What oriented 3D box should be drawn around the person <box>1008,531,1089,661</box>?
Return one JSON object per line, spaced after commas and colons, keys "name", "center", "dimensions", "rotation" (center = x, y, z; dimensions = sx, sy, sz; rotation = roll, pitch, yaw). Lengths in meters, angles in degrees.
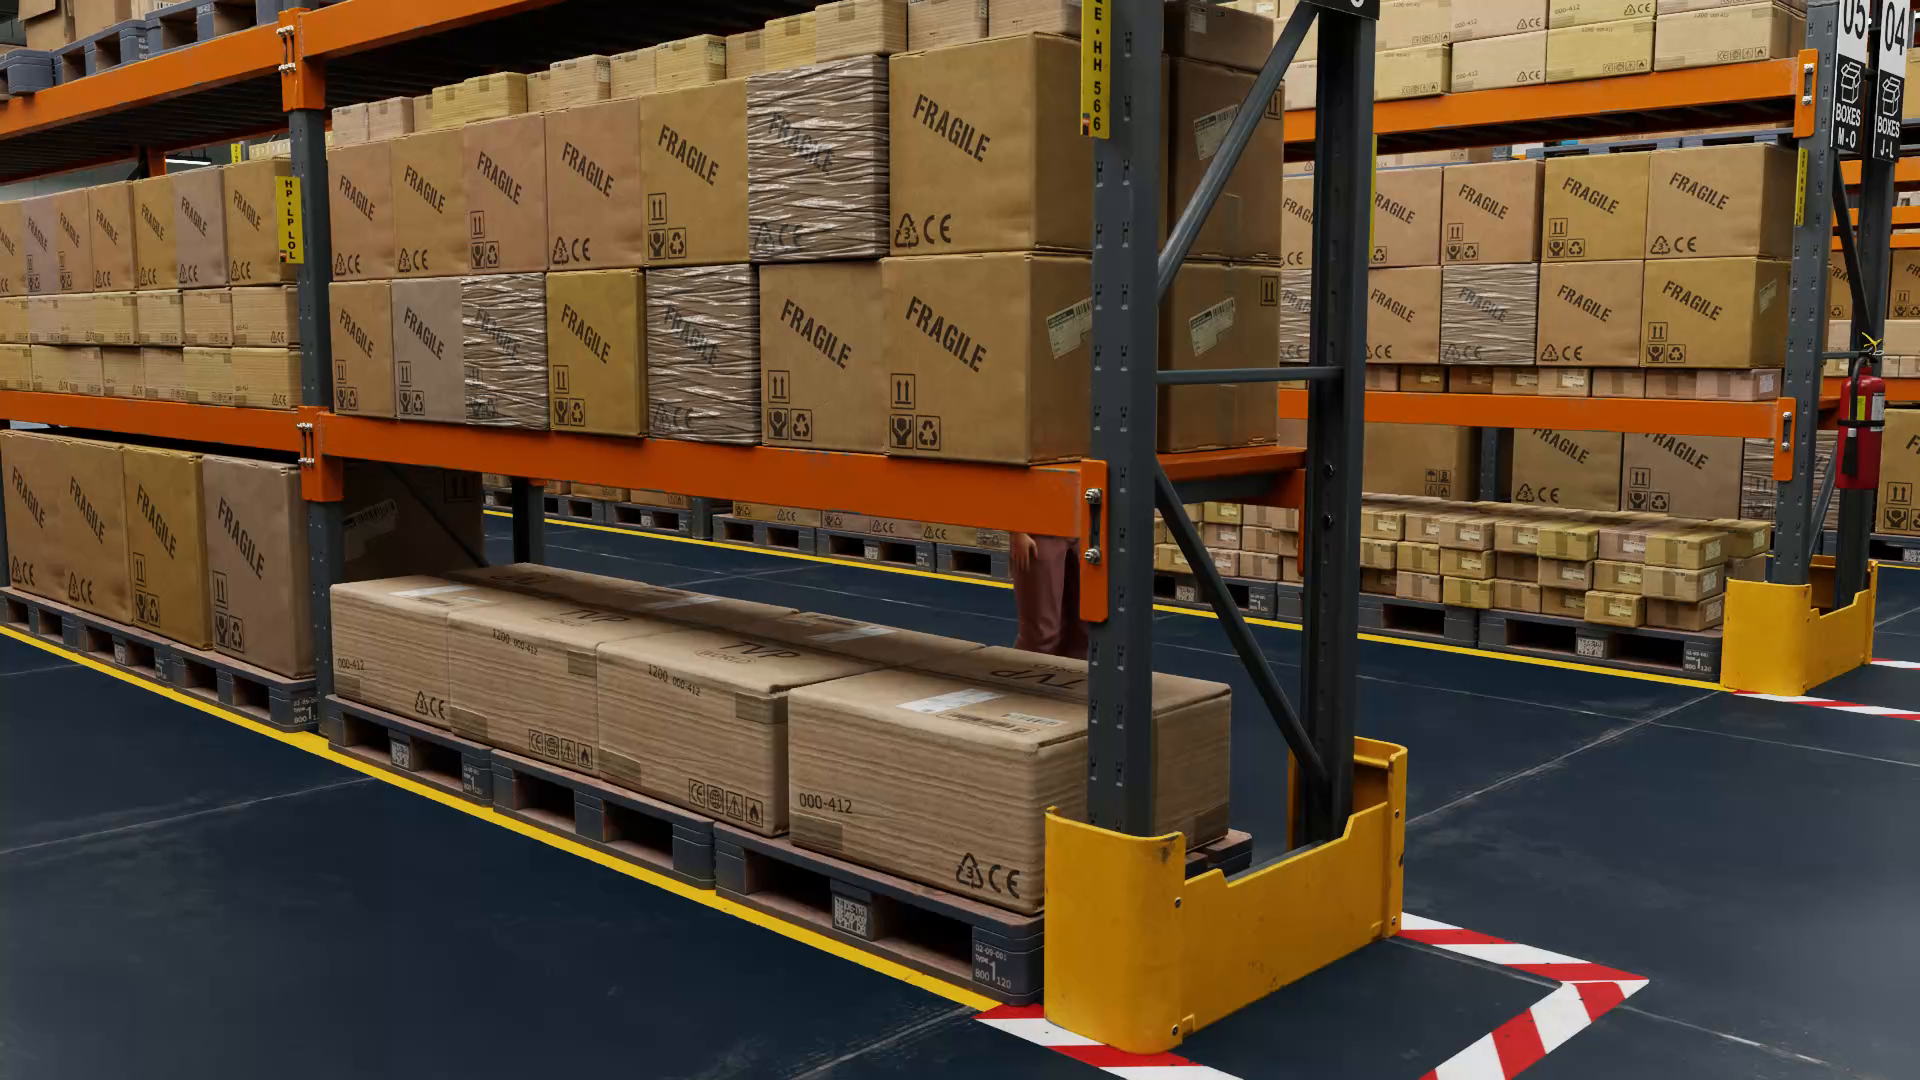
{"name": "person", "center": [0.375, -0.006, 6.324], "dimensions": [0.364, 1.671, 0.506], "rotation": [6, 10, 42]}
